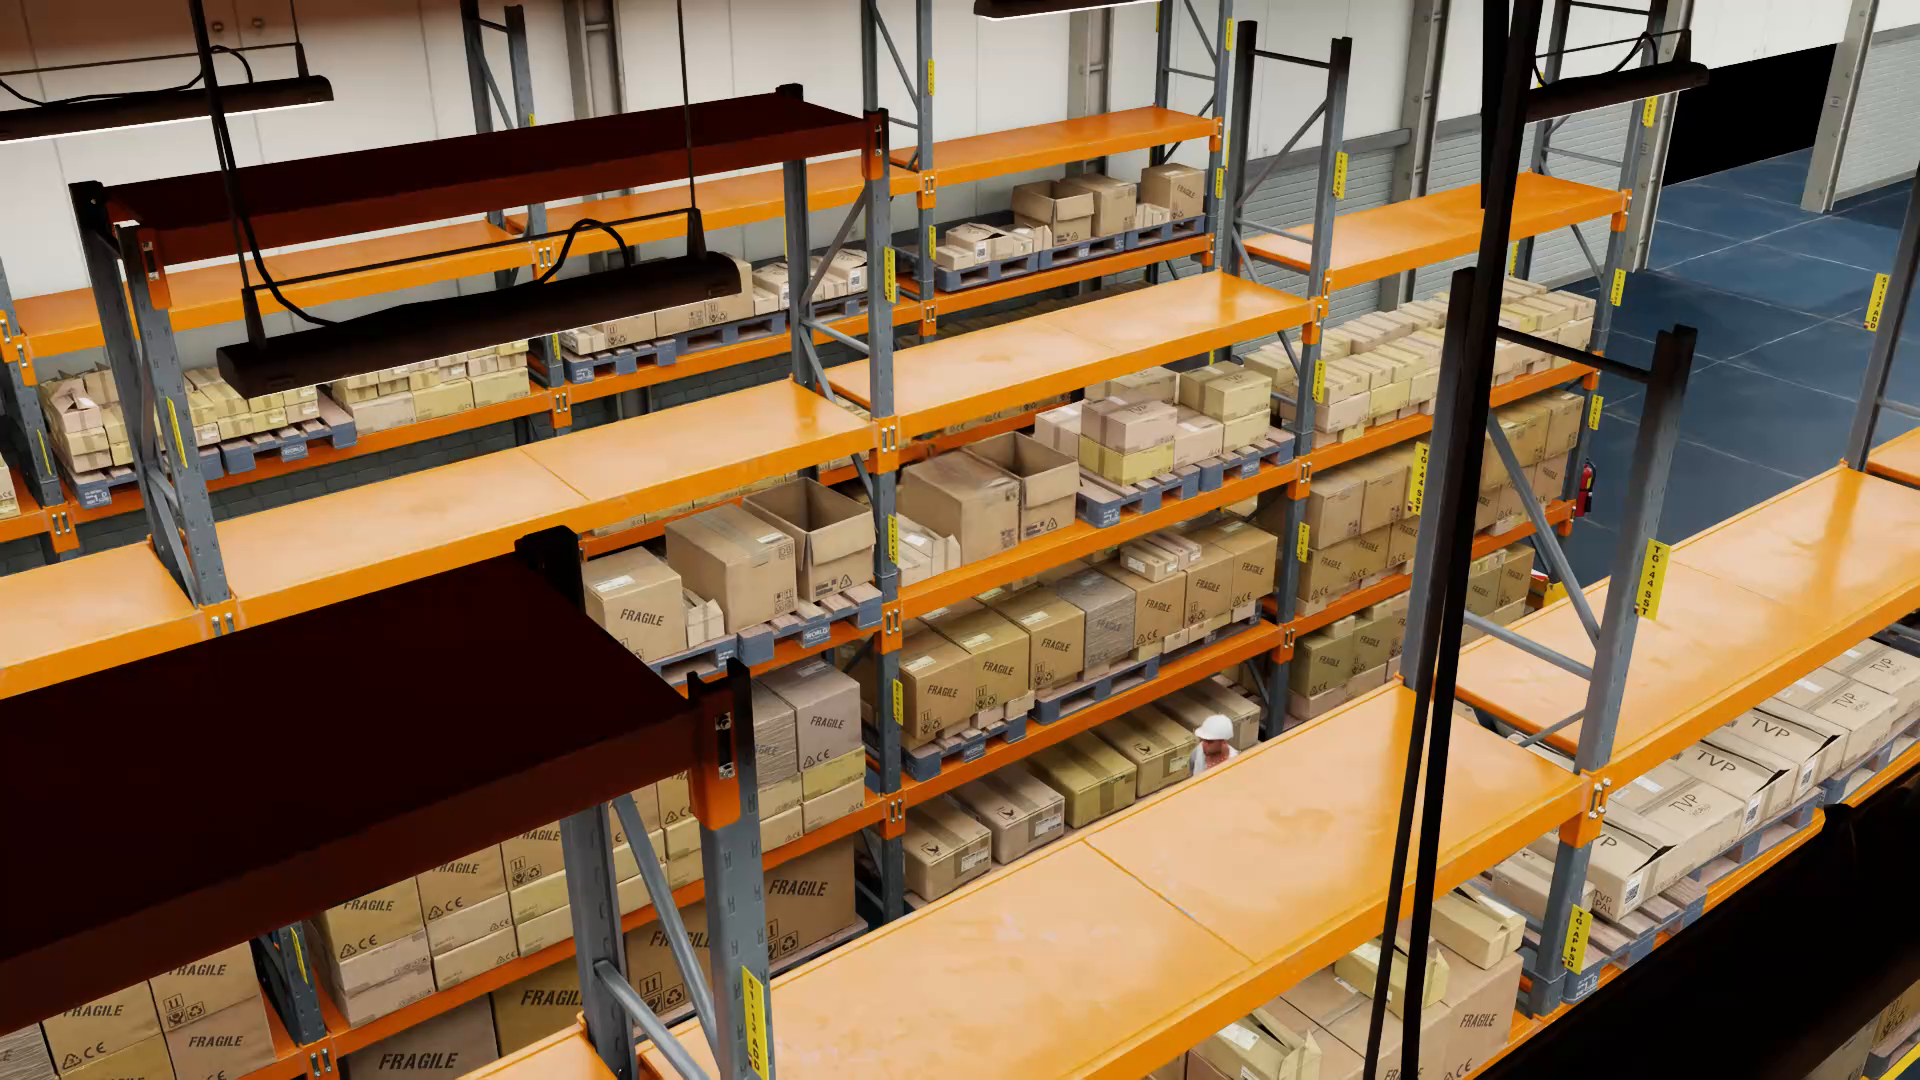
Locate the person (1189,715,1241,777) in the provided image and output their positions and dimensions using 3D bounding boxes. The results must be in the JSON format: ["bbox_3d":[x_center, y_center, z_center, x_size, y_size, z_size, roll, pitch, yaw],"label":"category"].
[{"bbox_3d":[1.811,2.001,11.586,0.492,1.787,0.592,-21,33,-36],"label":"person"}]
